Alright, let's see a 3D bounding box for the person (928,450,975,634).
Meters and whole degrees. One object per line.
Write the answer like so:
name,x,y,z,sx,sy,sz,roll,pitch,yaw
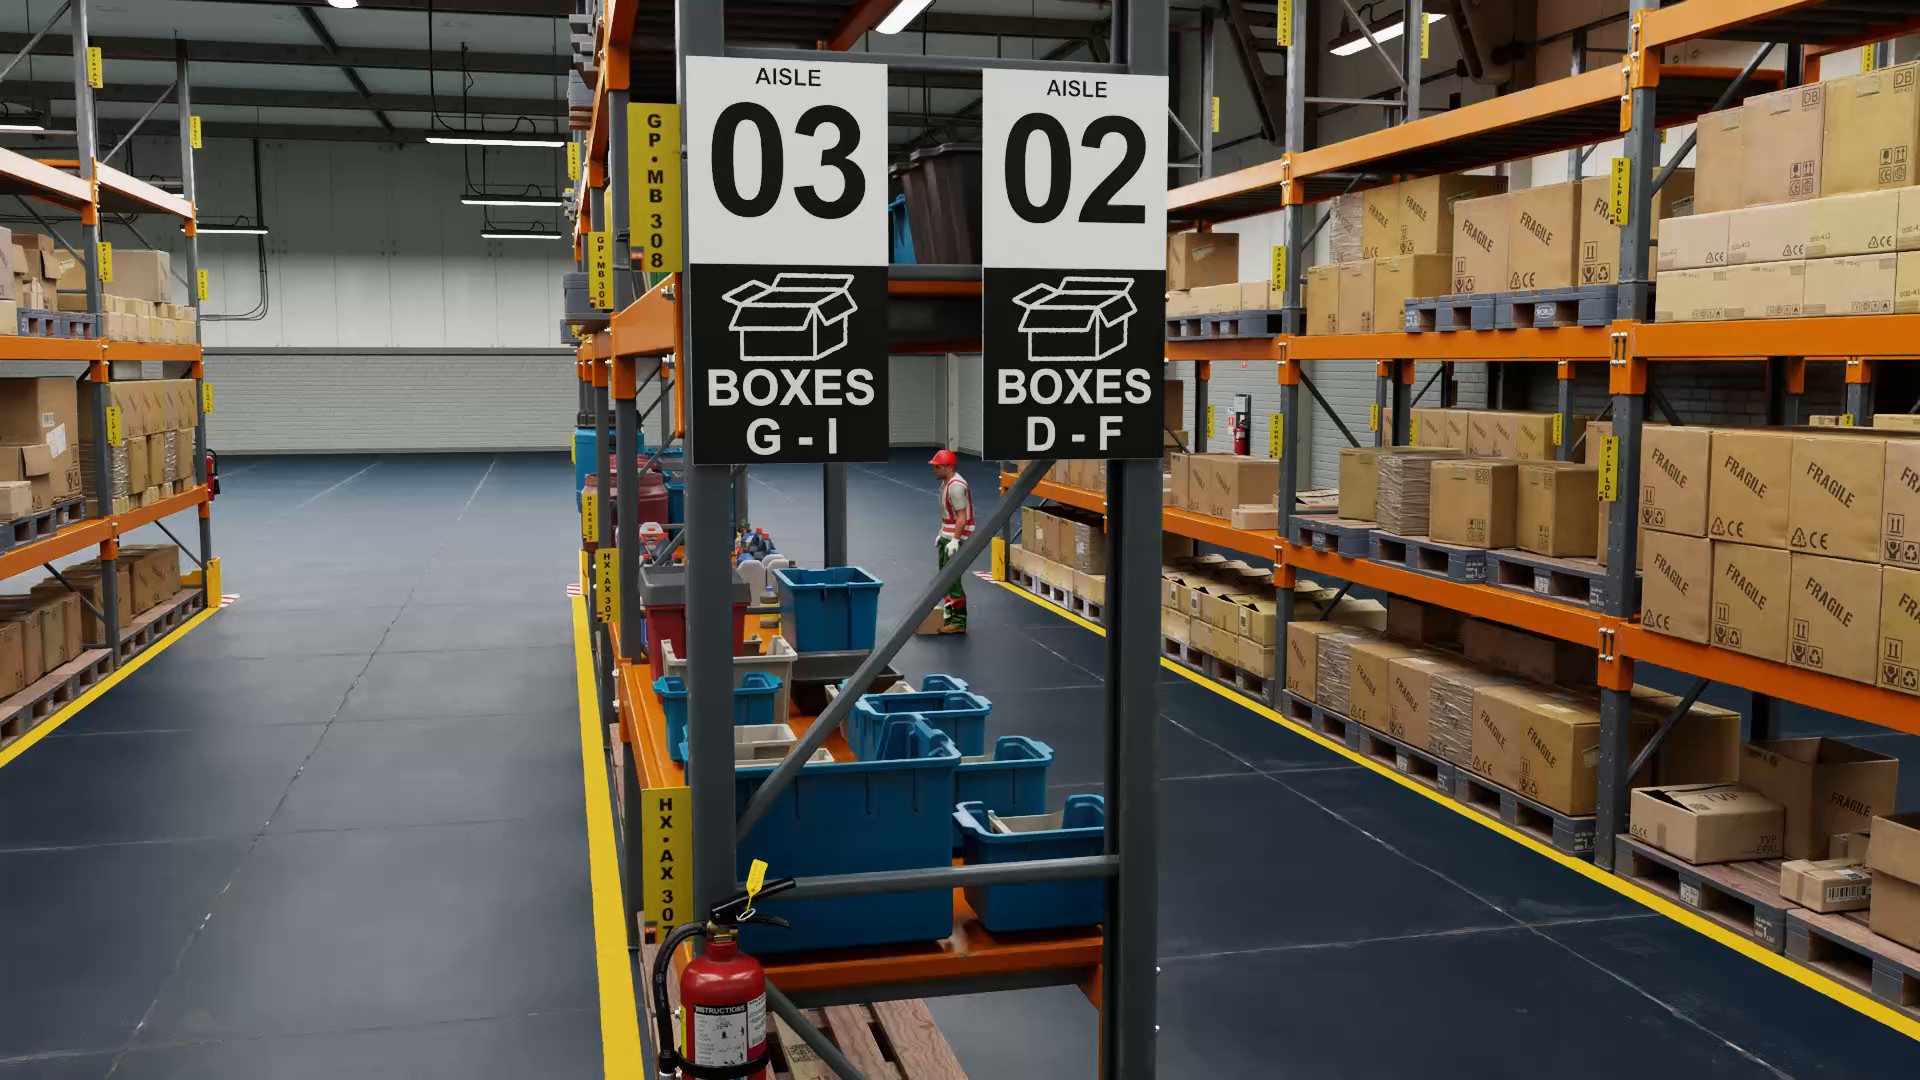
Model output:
person,-0.095,0.011,16.214,0.448,1.780,0.610,-1,6,-13
